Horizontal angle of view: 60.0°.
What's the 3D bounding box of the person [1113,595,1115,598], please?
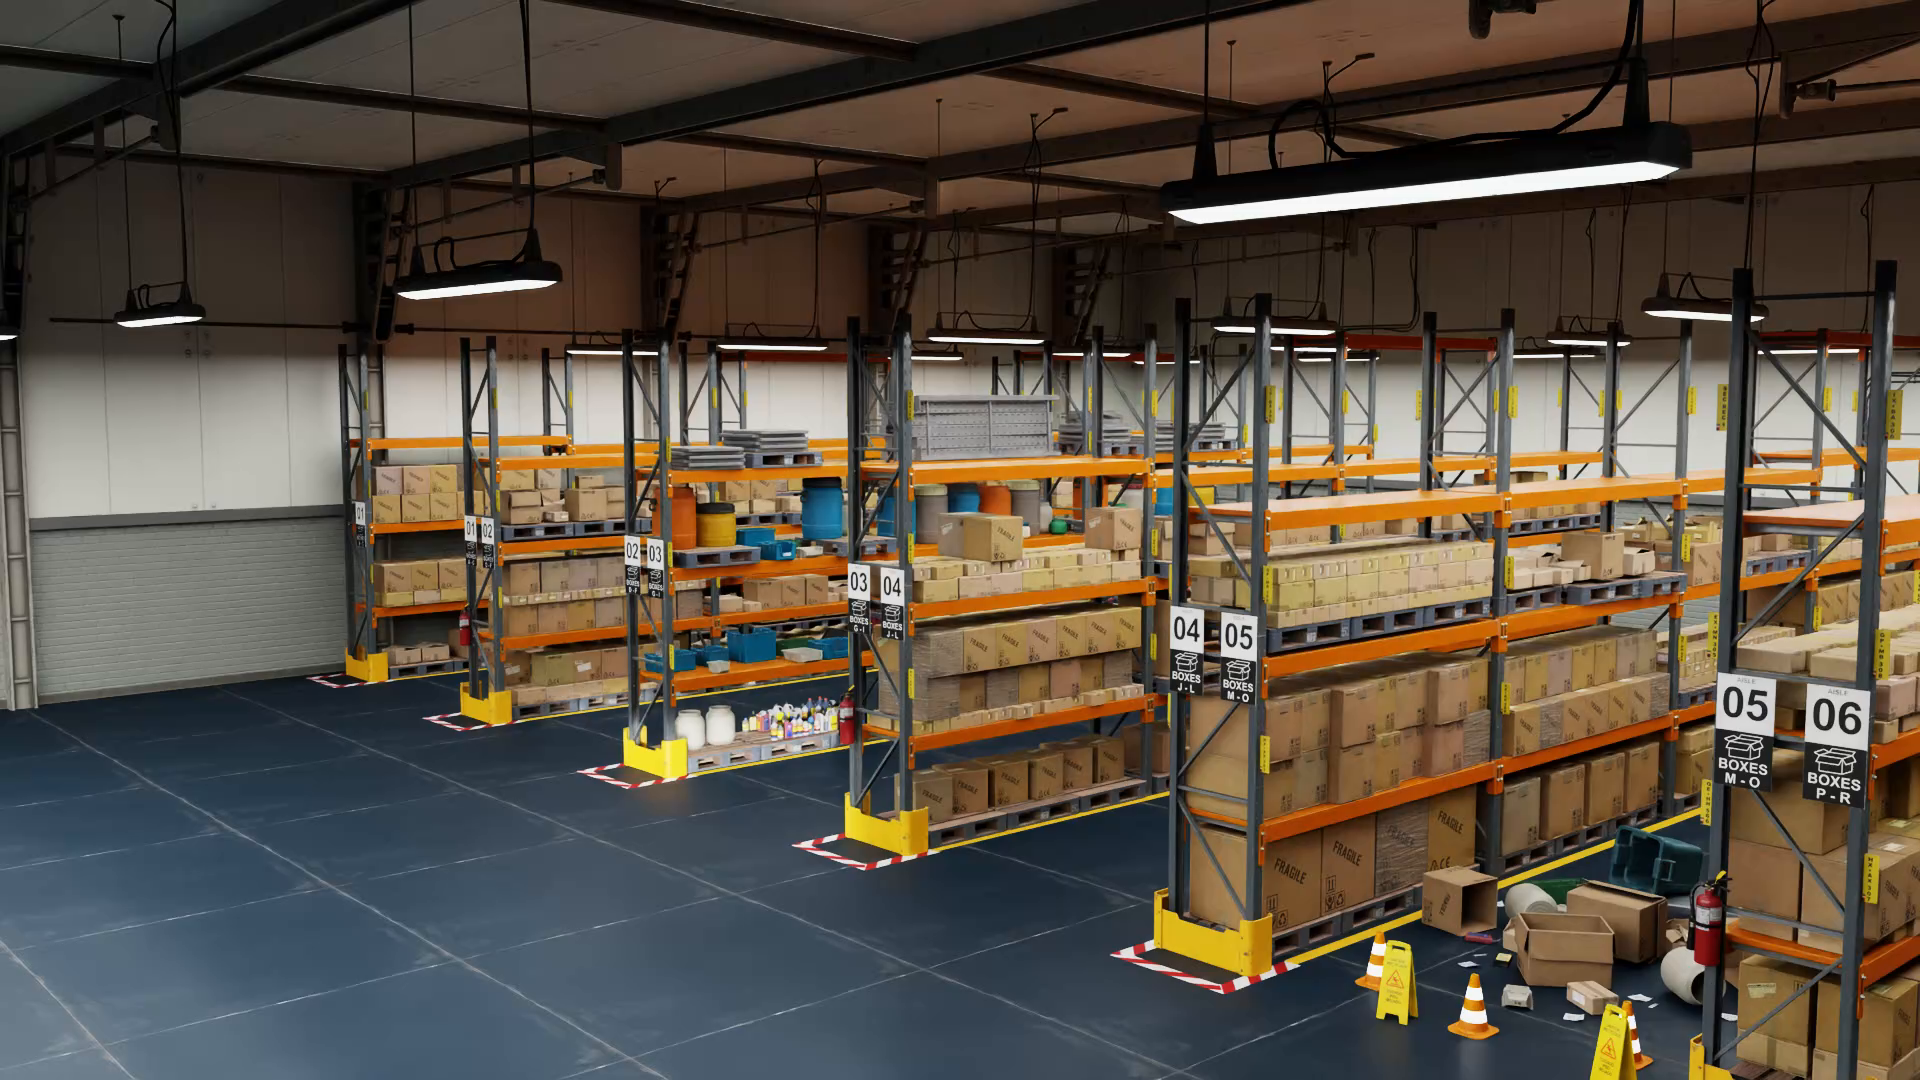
[{"bbox_3d":[3.255,1.256,33.822,0.619,1.720,1.104,5,7,44],"label":"person"}]
